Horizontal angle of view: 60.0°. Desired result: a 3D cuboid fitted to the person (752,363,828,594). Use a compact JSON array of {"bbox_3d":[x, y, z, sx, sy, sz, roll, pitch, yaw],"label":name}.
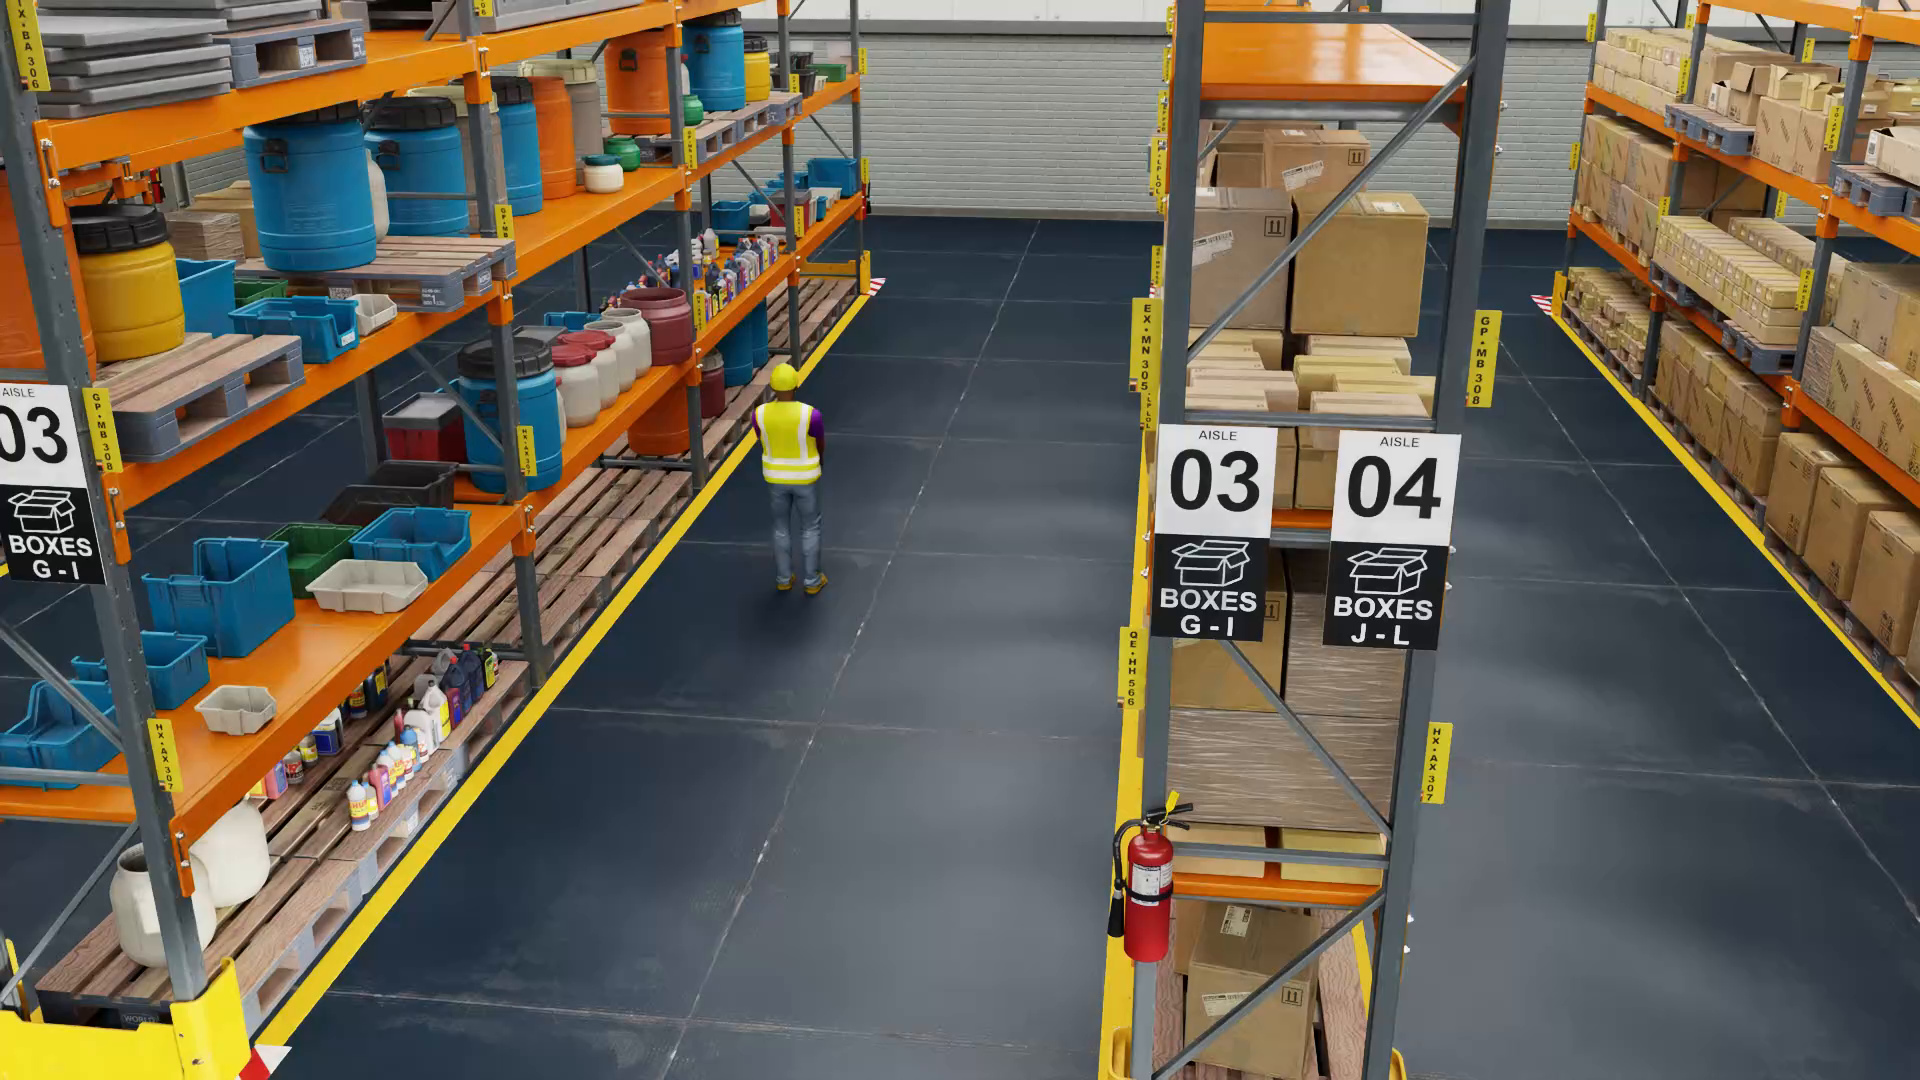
[{"bbox_3d":[-1.231,-0.485,12.312,0.510,1.767,0.575,2,21,6],"label":"person"}]
